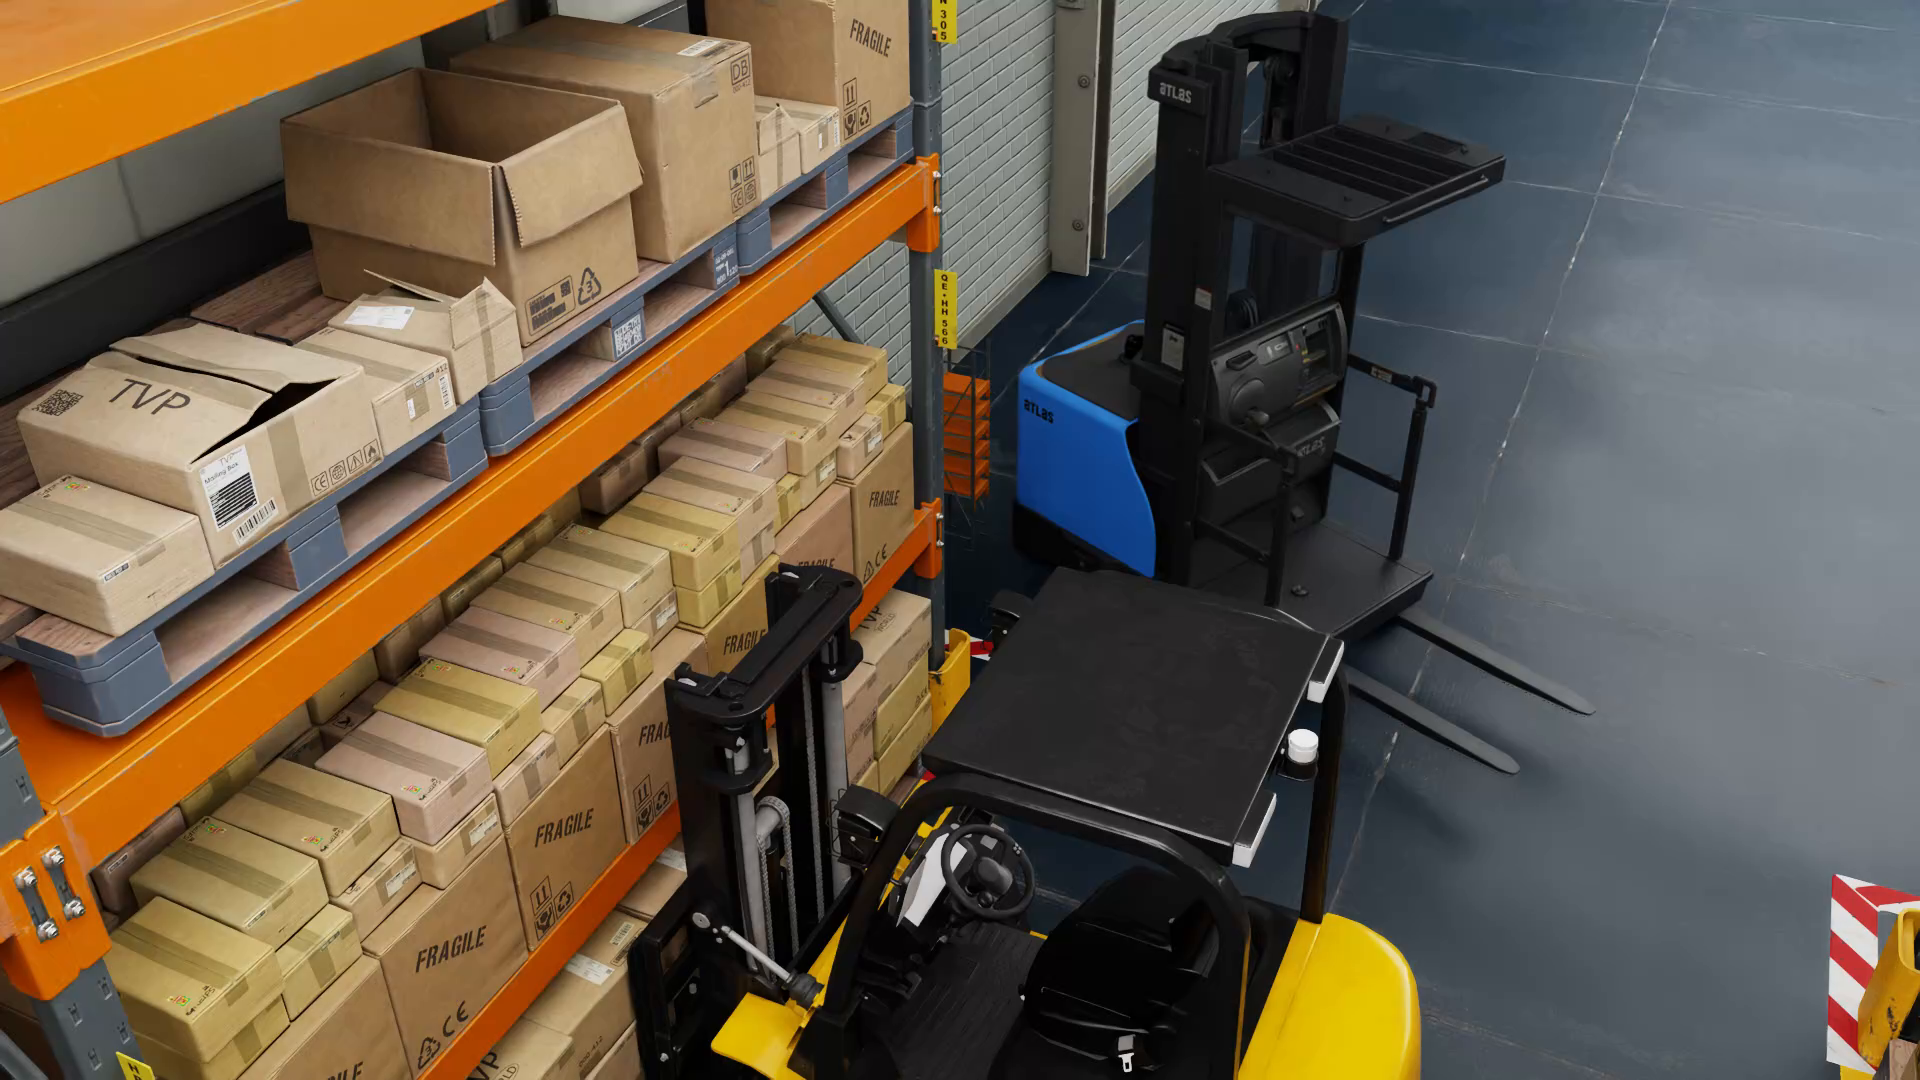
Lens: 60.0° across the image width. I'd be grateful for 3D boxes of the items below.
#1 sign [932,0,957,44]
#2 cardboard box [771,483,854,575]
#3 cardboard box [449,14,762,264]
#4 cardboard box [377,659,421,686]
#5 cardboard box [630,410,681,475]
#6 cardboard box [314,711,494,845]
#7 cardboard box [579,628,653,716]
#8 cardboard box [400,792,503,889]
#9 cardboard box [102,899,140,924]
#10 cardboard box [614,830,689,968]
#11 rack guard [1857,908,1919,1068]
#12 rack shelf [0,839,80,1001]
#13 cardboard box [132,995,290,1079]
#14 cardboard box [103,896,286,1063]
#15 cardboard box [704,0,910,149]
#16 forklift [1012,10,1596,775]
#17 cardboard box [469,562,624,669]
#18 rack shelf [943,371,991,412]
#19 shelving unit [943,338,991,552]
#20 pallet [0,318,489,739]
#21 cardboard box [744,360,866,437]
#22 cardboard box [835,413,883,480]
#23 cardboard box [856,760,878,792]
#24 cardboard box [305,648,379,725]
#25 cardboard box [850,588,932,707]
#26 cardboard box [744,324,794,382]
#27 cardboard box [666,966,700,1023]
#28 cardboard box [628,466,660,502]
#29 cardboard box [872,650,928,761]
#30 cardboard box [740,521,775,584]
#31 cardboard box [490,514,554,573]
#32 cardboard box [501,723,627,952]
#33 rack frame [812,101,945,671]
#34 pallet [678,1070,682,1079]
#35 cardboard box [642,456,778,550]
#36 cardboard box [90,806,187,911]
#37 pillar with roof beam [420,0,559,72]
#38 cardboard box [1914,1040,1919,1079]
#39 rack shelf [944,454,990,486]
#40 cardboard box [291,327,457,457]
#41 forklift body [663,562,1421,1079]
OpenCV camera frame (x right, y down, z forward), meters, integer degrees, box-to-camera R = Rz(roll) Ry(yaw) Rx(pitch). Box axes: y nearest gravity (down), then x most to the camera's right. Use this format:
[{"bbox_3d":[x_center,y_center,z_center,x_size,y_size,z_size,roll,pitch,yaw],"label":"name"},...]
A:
[{"bbox_3d":[-0.058,-1.905,5.818,0.100,0.325,0.005,14,36,20],"label":"sign"},{"bbox_3d":[-0.738,0.075,6.178,0.500,0.500,0.500,15,36,22],"label":"cardboard box"},{"bbox_3d":[-1.028,-1.195,4.905,0.700,0.500,0.500,14,36,21],"label":"cardboard box"},{"bbox_3d":[-1.781,0.371,5.134,0.380,0.149,0.250,14,36,20],"label":"cardboard box"},{"bbox_3d":[-1.234,-0.387,6.019,0.380,0.149,0.250,14,36,21],"label":"cardboard box"},{"bbox_3d":[-1.489,0.634,4.462,0.380,0.149,0.250,15,36,22],"label":"cardboard box"},{"bbox_3d":[-1.181,0.370,5.136,0.380,0.149,0.250,13,36,20],"label":"cardboard box"},{"bbox_3d":[-1.485,0.764,4.535,0.380,0.149,0.250,15,36,22],"label":"cardboard box"},{"bbox_3d":[-2.244,0.882,4.355,0.380,0.149,0.250,13,35,19],"label":"cardboard box"},{"bbox_3d":[-1.084,1.172,5.809,0.500,0.250,0.500,13,36,20],"label":"cardboard box"},{"bbox_3d":[3.933,1.775,5.956,1.175,0.500,0.348,14,36,20],"label":"rack guard"},{"bbox_3d":[-3.055,1.590,1.879,1.077,0.370,4.000,14,36,20],"label":"rack shelf"},{"bbox_3d":[-1.846,1.136,3.968,0.380,0.149,0.250,14,36,20],"label":"cardboard box"},{"bbox_3d":[-1.816,1.019,3.875,0.380,0.149,0.250,15,36,21],"label":"cardboard box"},{"bbox_3d":[-0.509,-1.682,5.648,0.500,0.500,0.500,15,36,22],"label":"cardboard box"},{"bbox_3d":[1.634,-0.770,7.620,1.130,2.935,3.031,-26,41,-34],"label":"forklift"},{"bbox_3d":[-1.261,0.231,5.077,0.380,0.149,0.250,14,36,21],"label":"cardboard box"},{"bbox_3d":[0.006,-0.773,8.627,0.258,0.103,0.180,14,36,20],"label":"rack shelf"},{"bbox_3d":[0.006,-0.509,8.800,0.258,1.200,0.189,14,36,20],"label":"shelving unit"},{"bbox_3d":[-1.885,-0.101,3.882,1.003,0.211,1.213,14,36,20],"label":"pallet"},{"bbox_3d":[-0.579,-0.526,6.231,0.380,0.149,0.250,14,36,21],"label":"cardboard box"},{"bbox_3d":[-0.516,-0.387,6.291,0.380,0.149,0.250,15,36,21],"label":"cardboard box"},{"bbox_3d":[-0.671,1.081,6.859,0.500,0.250,0.500,14,36,20],"label":"cardboard box"},{"bbox_3d":[-1.944,0.367,4.869,0.380,0.149,0.250,14,36,20],"label":"cardboard box"},{"bbox_3d":[-0.454,0.412,6.968,0.500,0.250,0.500,15,36,22],"label":"cardboard box"},{"bbox_3d":[-0.880,-0.764,6.595,0.380,0.149,0.250,13,36,20],"label":"cardboard box"},{"bbox_3d":[-1.094,1.392,5.929,0.500,0.250,0.500,14,36,20],"label":"cardboard box"},{"bbox_3d":[-1.247,-0.267,6.107,0.380,0.149,0.250,13,35,19],"label":"cardboard box"},{"bbox_3d":[-0.465,0.634,7.085,0.500,0.250,0.500,14,36,20],"label":"cardboard box"},{"bbox_3d":[-0.863,-0.007,5.711,0.380,0.149,0.250,13,35,19],"label":"cardboard box"},{"bbox_3d":[-1.553,-0.001,5.430,0.380,0.149,0.250,14,36,21],"label":"cardboard box"},{"bbox_3d":[-1.382,0.828,5.028,0.500,0.500,0.500,14,36,20],"label":"cardboard box"},{"bbox_3d":[-0.545,-0.445,7.062,1.000,3.000,0.127,14,36,20],"label":"rack frame"},{"bbox_3d":[-1.339,1.717,6.308,1.003,0.211,1.213,14,36,20],"label":"pallet"},{"bbox_3d":[-0.843,-0.127,5.623,0.380,0.149,0.250,15,36,22],"label":"cardboard box"},{"bbox_3d":[-2.217,0.766,4.261,0.380,0.149,0.250,13,36,19],"label":"cardboard box"},{"bbox_3d":[2.255,-1.826,3.697,9.100,9.000,0.400,14,36,20],"label":"pillar with roof beam"},{"bbox_3d":[3.367,1.703,5.227,0.500,0.500,0.500,13,35,19],"label":"cardboard box"},{"bbox_3d":[0.006,-0.371,8.891,0.258,0.103,0.180,14,36,20],"label":"rack shelf"},{"bbox_3d":[-1.433,-0.356,3.946,0.380,0.149,0.250,15,36,22],"label":"cardboard box"},{"bbox_3d":[0.319,1.273,5.216,2.313,2.155,1.214,14,36,20],"label":"forklift body"}]
